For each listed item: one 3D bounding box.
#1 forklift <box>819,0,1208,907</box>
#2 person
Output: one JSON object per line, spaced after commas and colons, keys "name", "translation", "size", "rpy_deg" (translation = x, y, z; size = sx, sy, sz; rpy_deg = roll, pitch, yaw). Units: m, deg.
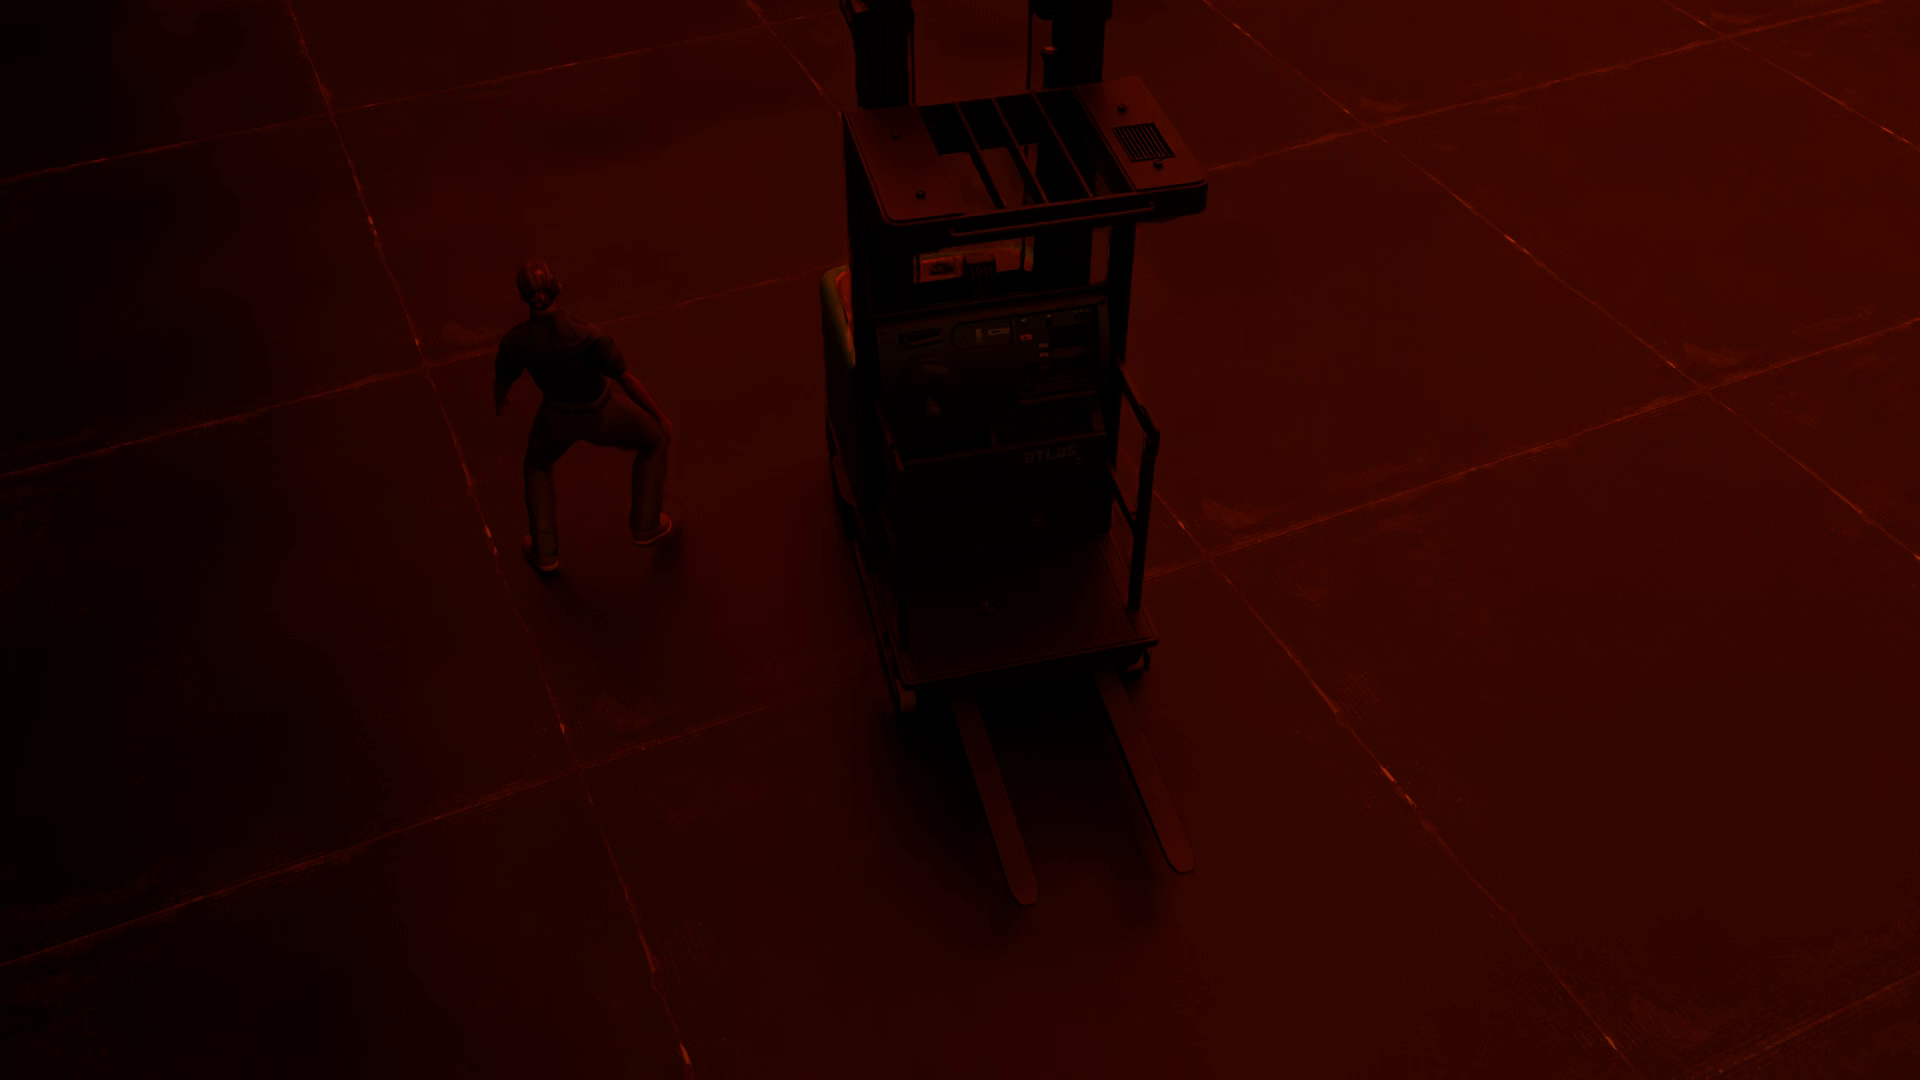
{"name": "forklift", "translation": [0.188, -0.629, 6.354], "size": [1.130, 2.935, 3.031], "rpy_deg": [-9, 44, -10]}
{"name": "person", "translation": [-1.670, -0.566, 7.311], "size": [0.836, 1.566, 0.521], "rpy_deg": [4, 43, 4]}
